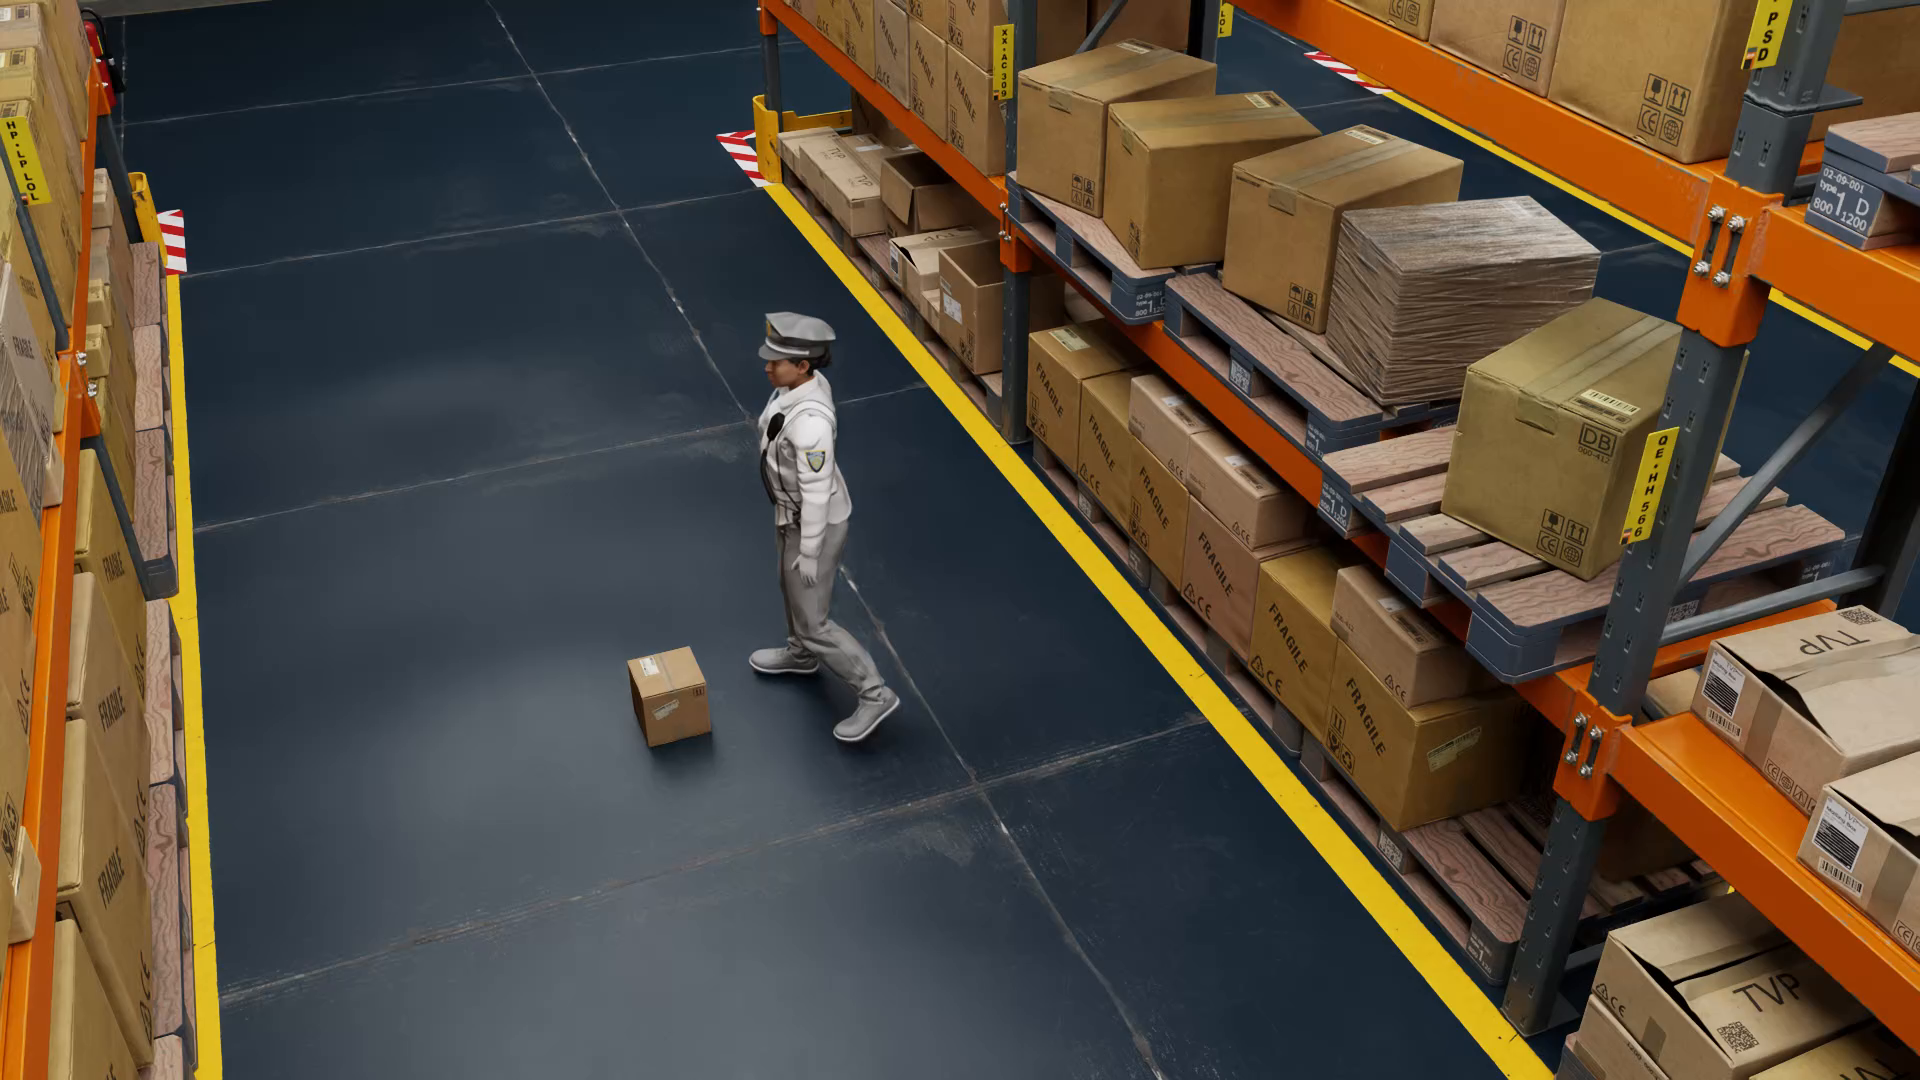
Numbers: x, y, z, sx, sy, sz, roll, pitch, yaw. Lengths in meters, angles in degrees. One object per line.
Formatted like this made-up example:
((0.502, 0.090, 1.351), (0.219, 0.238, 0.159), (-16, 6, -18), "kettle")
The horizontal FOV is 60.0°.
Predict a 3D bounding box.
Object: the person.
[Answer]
((-0.551, -0.055, 6.168), (0.556, 1.674, 0.641), (-5, 34, -8), "person")
